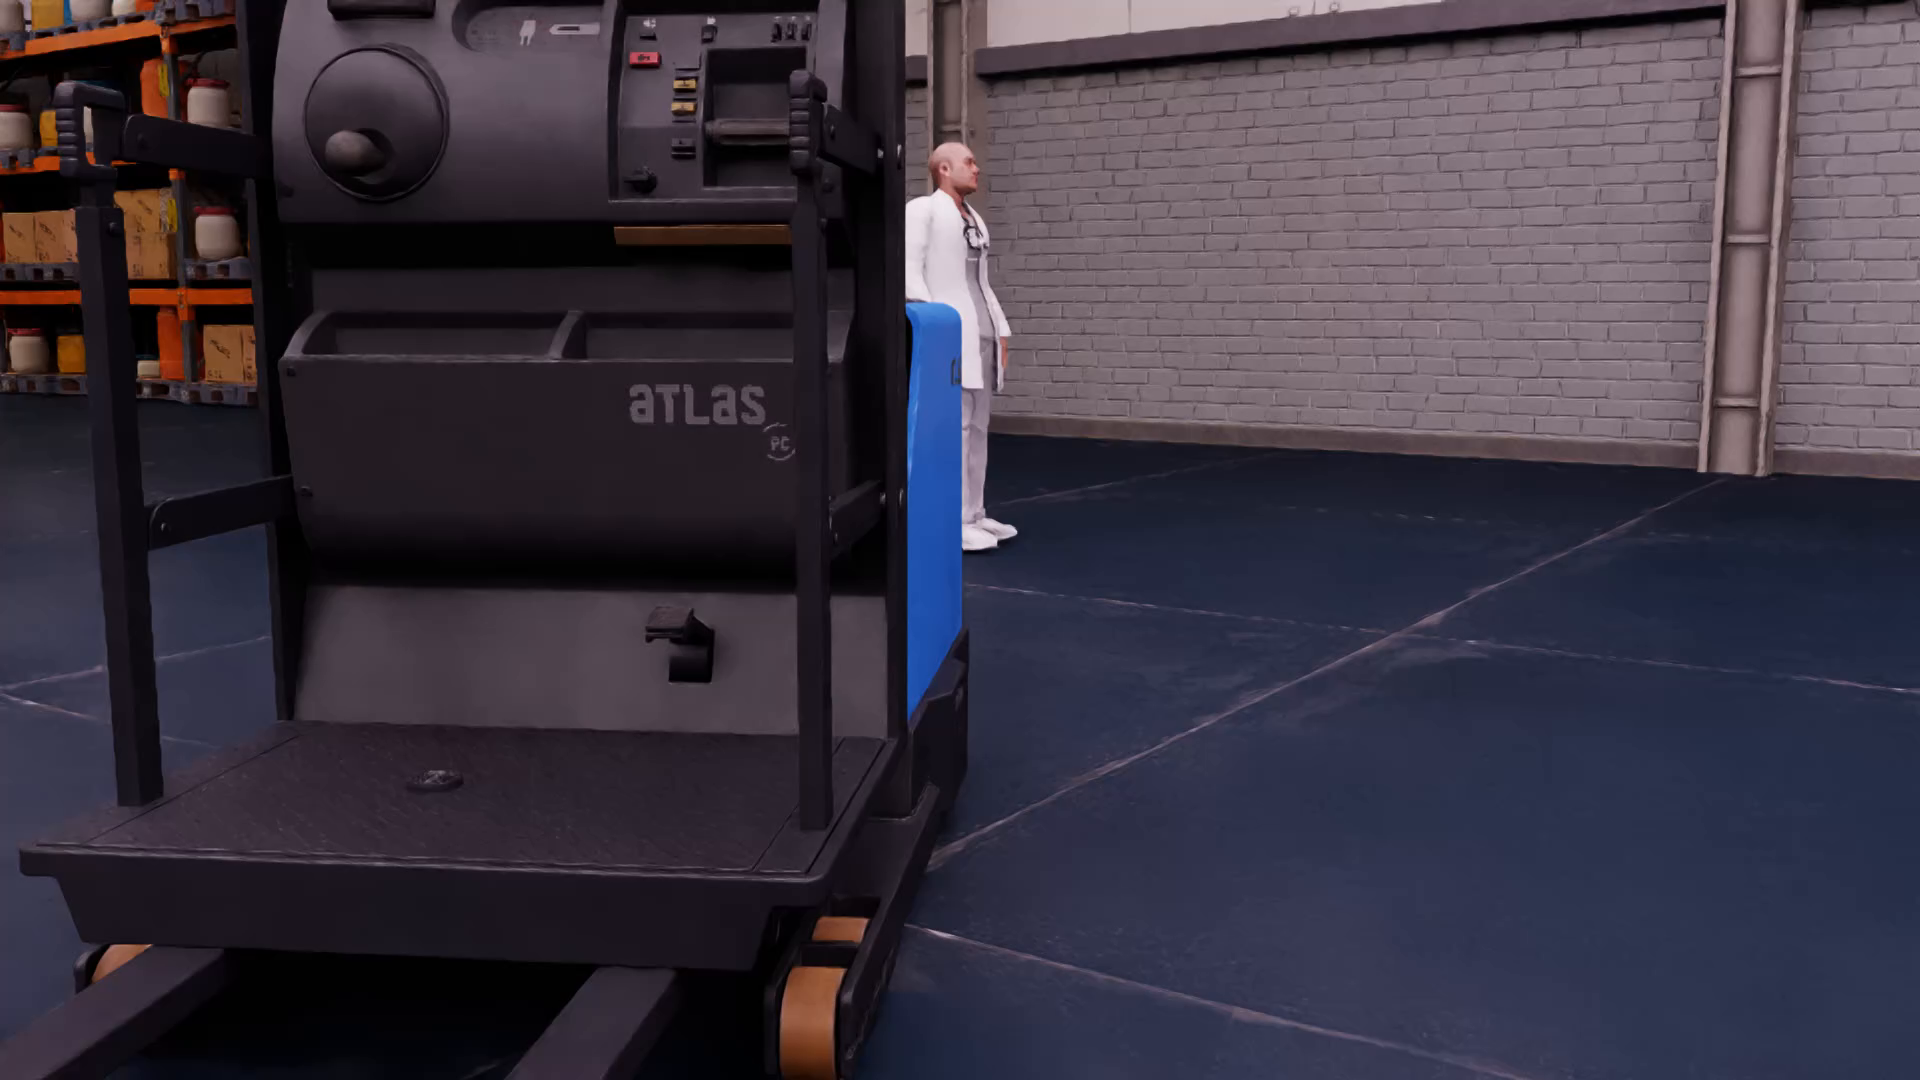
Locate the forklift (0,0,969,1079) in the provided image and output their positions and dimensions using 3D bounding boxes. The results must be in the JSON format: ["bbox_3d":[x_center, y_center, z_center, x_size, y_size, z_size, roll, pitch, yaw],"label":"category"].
[{"bbox_3d":[-0.660,-0.747,2.446,1.130,2.935,3.031,1,8,6],"label":"forklift"}]

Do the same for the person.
[{"bbox_3d":[0.073,-0.880,7.423,0.579,1.776,0.694,5,10,34],"label":"person"}]
